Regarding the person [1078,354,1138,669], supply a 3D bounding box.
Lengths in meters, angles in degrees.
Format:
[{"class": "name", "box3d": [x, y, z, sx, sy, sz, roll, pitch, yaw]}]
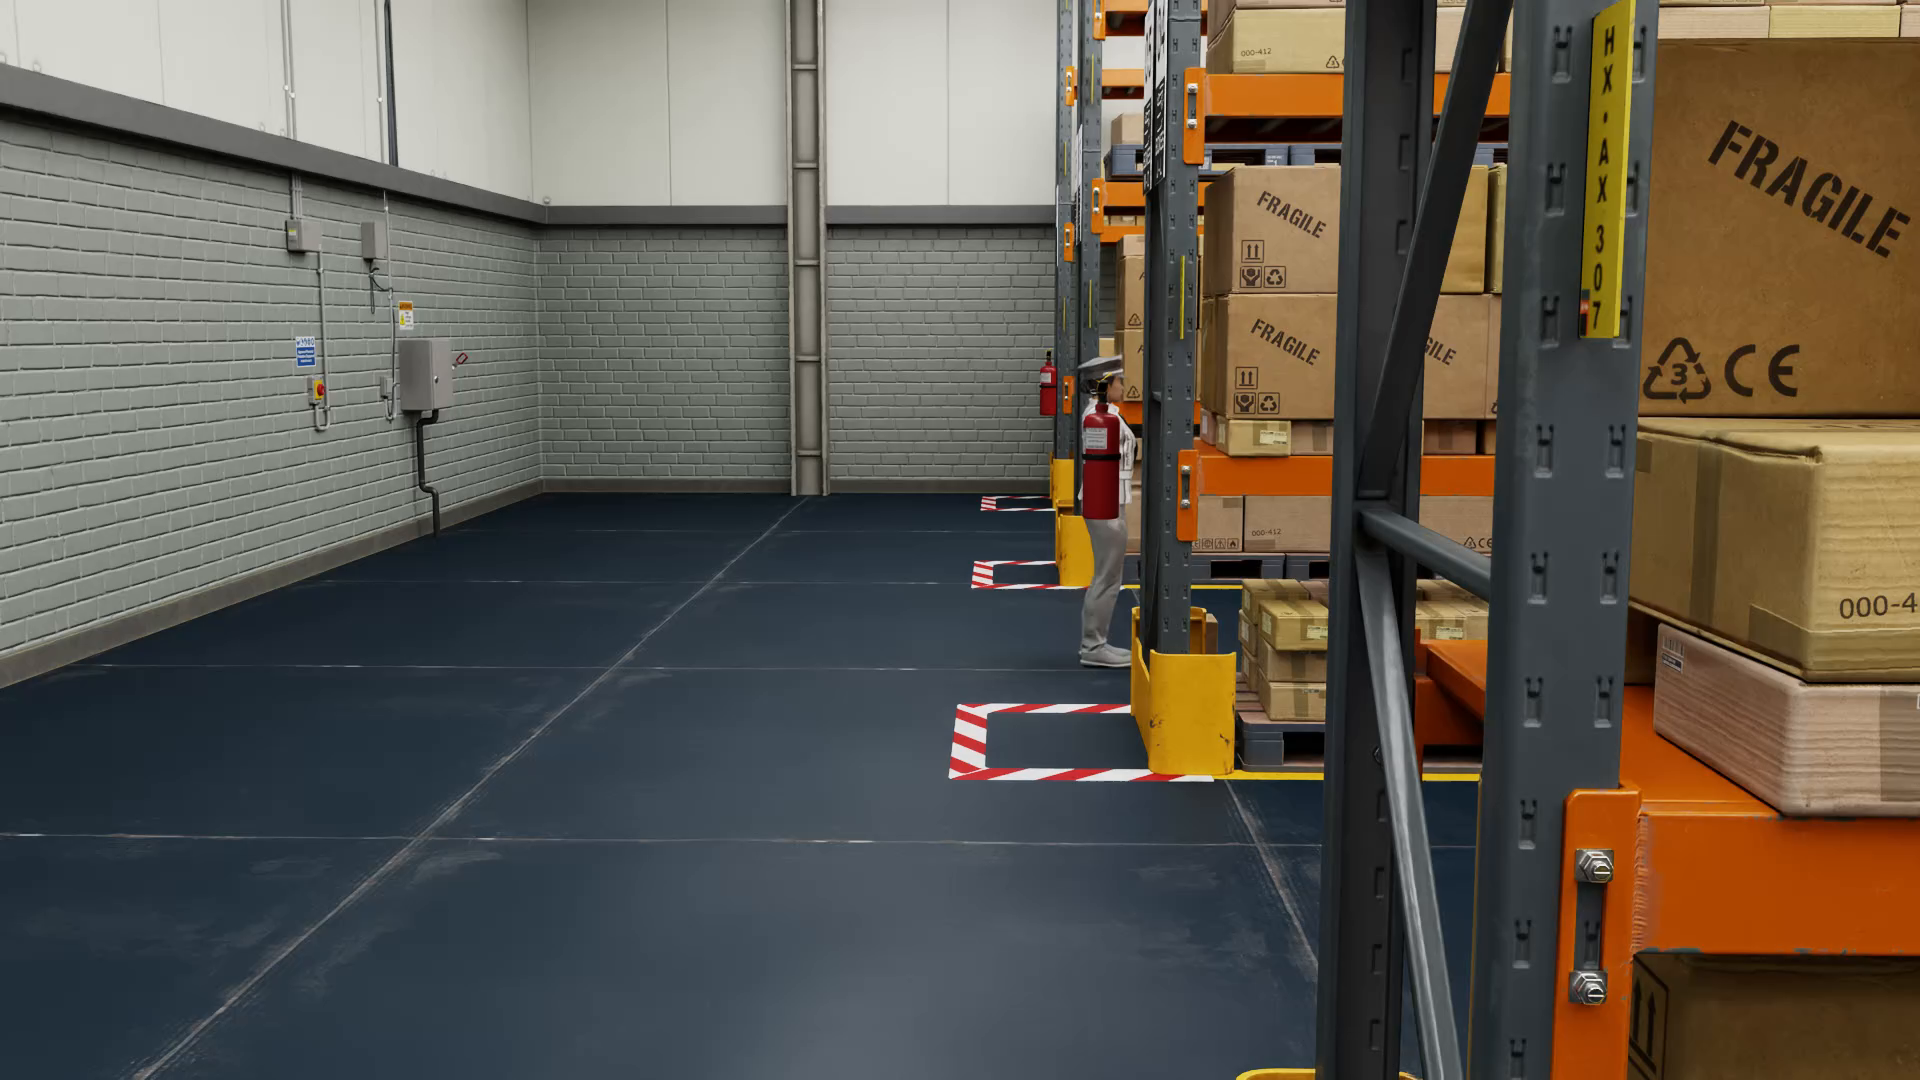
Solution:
[{"class": "person", "box3d": [0.798, -0.162, 8.998, 0.336, 1.676, 0.467, 0, 7, 3]}]
